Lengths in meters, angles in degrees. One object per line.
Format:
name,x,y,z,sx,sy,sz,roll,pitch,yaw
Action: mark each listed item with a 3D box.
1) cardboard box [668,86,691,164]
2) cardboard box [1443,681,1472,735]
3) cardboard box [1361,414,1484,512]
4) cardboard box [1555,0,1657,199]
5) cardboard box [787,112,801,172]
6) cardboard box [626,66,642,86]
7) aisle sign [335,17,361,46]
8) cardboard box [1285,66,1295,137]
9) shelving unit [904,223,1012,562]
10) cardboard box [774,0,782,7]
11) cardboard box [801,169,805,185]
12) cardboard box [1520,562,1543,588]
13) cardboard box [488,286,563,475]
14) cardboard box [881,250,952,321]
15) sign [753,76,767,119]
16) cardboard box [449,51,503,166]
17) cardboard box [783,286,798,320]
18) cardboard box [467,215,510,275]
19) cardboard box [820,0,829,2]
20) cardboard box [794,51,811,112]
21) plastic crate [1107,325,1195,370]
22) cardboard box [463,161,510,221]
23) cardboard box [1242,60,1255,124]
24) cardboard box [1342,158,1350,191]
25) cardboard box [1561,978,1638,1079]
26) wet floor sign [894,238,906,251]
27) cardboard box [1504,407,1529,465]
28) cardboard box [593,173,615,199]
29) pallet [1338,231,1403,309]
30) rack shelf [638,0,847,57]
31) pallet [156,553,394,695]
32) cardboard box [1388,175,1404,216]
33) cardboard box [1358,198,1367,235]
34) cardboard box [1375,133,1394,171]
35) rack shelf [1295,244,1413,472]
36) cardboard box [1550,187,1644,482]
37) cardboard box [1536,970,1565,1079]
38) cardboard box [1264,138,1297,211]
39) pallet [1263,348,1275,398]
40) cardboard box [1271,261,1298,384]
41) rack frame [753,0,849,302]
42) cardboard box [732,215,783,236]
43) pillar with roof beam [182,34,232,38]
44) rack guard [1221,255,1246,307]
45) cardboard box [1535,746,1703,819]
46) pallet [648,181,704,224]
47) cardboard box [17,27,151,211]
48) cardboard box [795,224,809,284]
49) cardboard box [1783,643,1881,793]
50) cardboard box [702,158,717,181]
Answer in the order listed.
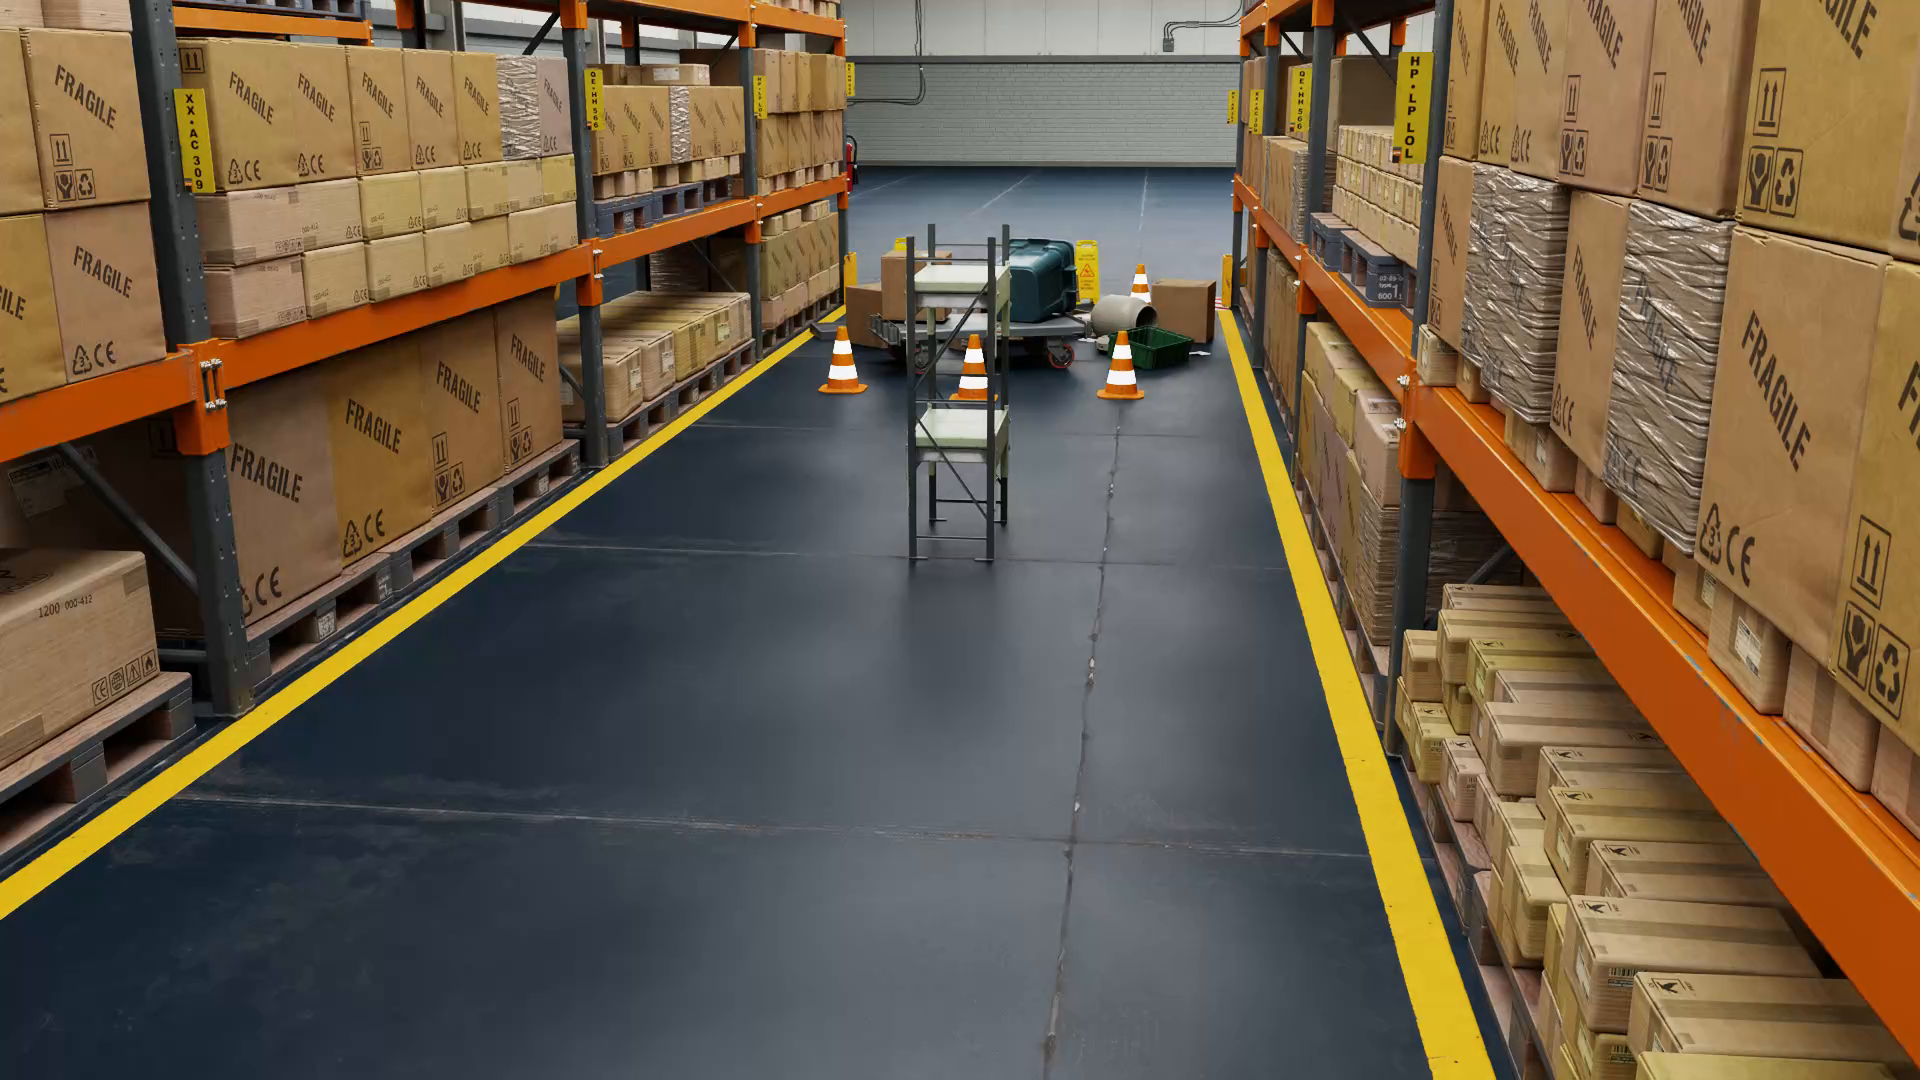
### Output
cardboard box,-2.116,-2.789,11.165,0.500,0.500,0.500,1,15,4
cardboard box,1.615,0.458,4.810,0.380,0.149,0.250,2,15,7
cardboard box,1.746,-0.284,6.013,0.500,0.250,0.500,1,15,5
cardboard box,1.430,-0.892,3.037,0.500,0.500,0.500,1,15,4
cardboard box,-1.684,-3.478,14.517,0.500,0.500,0.500,2,15,6
cardboard box,-2.519,-3.516,12.609,0.380,0.149,0.250,2,15,6
aisle sign,-6.296,-5.366,17.278,0.394,0.787,0.004,2,15,6
cardboard box,2.766,-3.202,12.150,0.700,0.500,0.500,1,15,5
shelving unit,0.001,-0.726,7.973,0.431,1.500,0.755,2,15,6
cardboard box,-1.723,-4.586,14.112,0.380,0.149,0.250,1,15,5
cardboard box,-1.606,-3.268,14.983,0.380,0.149,0.250,2,15,6
cardboard box,2.260,0.095,6.048,0.500,0.500,0.500,2,15,8
cardboard box,-2.726,-0.882,8.945,0.875,0.875,0.875,2,15,6
cardboard box,-0.342,-2.034,13.275,0.500,0.500,0.500,2,15,6
sign,-1.562,-3.463,13.004,0.100,0.325,0.005,2,15,6
cardboard box,-2.476,-2.009,7.739,0.500,0.500,0.500,2,15,6
cardboard box,-1.730,-2.079,14.566,0.500,0.250,0.500,3,15,9
cardboard box,-2.479,-1.408,7.909,0.500,0.250,0.500,2,15,6
cardboard box,-1.524,-5.205,15.637,0.500,0.250,0.500,1,15,5
cardboard box,-1.686,-3.963,14.395,0.700,0.500,0.500,1,15,5
plastic crate,1.534,-1.554,13.439,0.450,0.188,0.662,22,25,31
cardboard box,-2.459,-1.651,7.852,0.500,0.250,0.500,1,15,5
cardboard box,3.018,-4.049,15.035,0.875,0.550,0.550,2,15,6
cardboard box,2.082,-1.798,8.171,0.380,0.149,0.250,2,15,9
cardboard box,1.340,0.927,3.073,0.380,0.149,0.250,2,15,7
wet floor sign,-0.578,-2.838,17.422,0.267,0.644,0.232,7,17,25
cardboard box,1.493,-0.266,3.882,0.380,0.149,0.250,2,15,7
cardboard box,-2.279,-2.115,9.913,0.380,0.149,0.250,1,15,3
pallet,2.182,-1.155,7.055,1.003,0.211,1.213,2,15,6
rack shelf,-1.888,-4.539,14.833,1.077,0.370,4.000,2,15,6
pallet,-3.005,0.299,6.652,1.003,0.211,1.213,2,15,6
cardboard box,1.878,-1.330,6.442,0.380,0.149,0.250,1,15,3
cardboard box,1.996,-1.455,7.474,0.380,0.149,0.250,2,15,8
cardboard box,1.941,-1.611,6.912,0.380,0.149,0.250,1,15,5
rack shelf,2.139,-0.897,7.109,1.077,0.370,4.000,2,15,6
cardboard box,1.434,-0.398,3.125,0.500,0.500,0.500,2,15,9
cardboard box,1.390,1.005,3.357,0.380,0.149,0.250,2,15,7
cardboard box,2.433,-2.589,11.798,0.500,0.500,0.500,2,15,7
pallet,2.804,-1.252,12.386,1.003,0.211,1.213,2,15,6
cardboard box,2.722,-1.503,11.479,1.050,0.750,0.750,2,15,6
rack frame,-1.663,-3.957,17.049,1.000,3.000,0.127,2,15,6
cardboard box,-1.706,-2.646,13.984,0.380,0.149,0.250,2,15,7
pillar with roof beam,-3.292,-6.717,15.765,9.100,9.000,0.400,2,15,6
rack guard,3.270,-2.637,16.956,1.175,0.500,0.348,2,15,6
cardboard box,1.533,0.586,3.765,0.380,0.149,0.250,1,15,4
pallet,-2.383,-2.304,11.304,1.003,0.211,1.213,2,15,6
cardboard box,-2.796,-1.245,4.913,0.500,0.500,0.500,2,15,6
cardboard box,-1.670,-2.576,14.967,0.500,0.500,0.500,3,15,9
cardboard box,1.296,0.212,2.113,0.380,0.149,0.250,2,15,6
cardboard box,-1.964,-2.657,11.920,0.380,0.149,0.250,2,15,7
